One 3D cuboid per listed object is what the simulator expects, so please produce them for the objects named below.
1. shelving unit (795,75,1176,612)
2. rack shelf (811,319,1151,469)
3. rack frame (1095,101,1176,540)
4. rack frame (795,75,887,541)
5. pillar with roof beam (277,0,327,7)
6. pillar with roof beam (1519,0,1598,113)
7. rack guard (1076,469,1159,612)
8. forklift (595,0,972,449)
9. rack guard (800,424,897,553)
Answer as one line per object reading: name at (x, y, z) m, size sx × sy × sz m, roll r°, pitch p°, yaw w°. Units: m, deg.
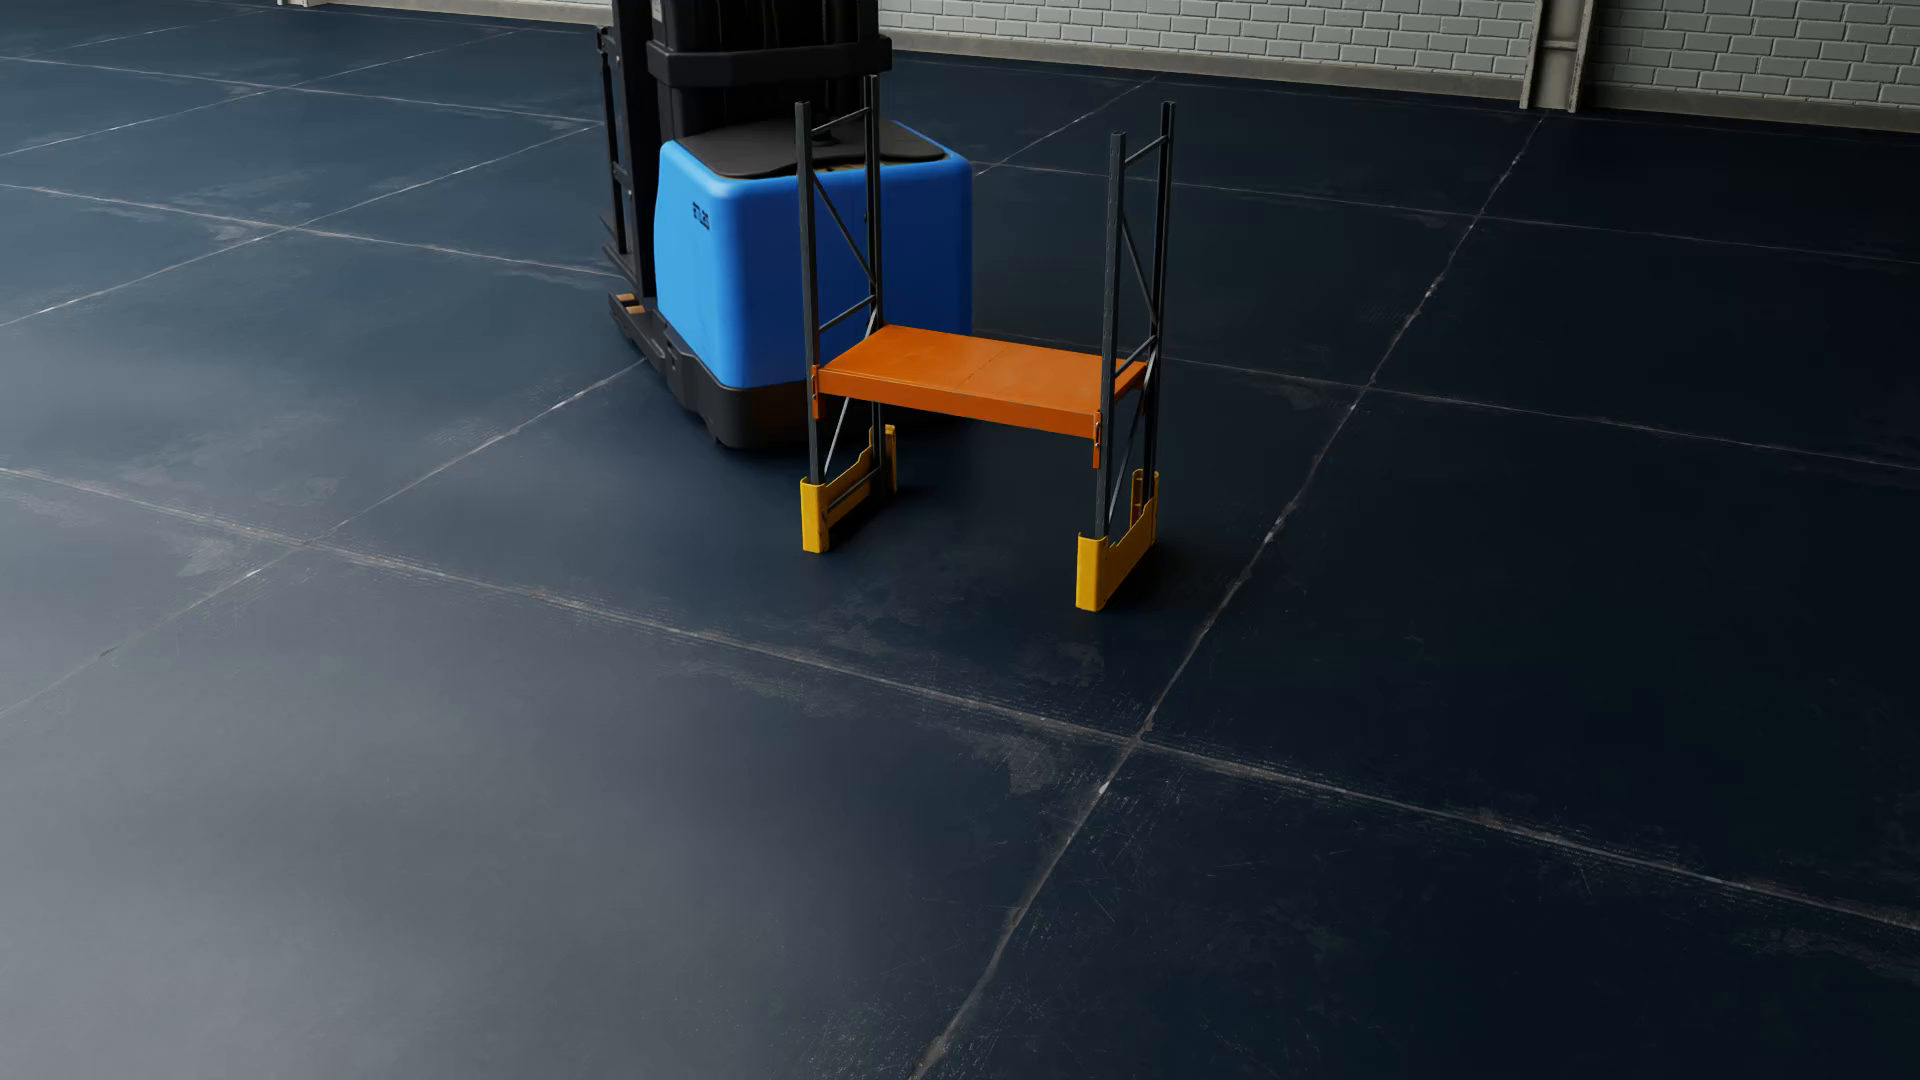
shelving unit at (0.069, -0.659, 5.390) m, size 1.083 × 1.500 × 0.587 m, roll 11°, pitch 28°, yaw 22°
rack shelf at (0.078, -0.496, 5.466) m, size 1.000 × 0.185 × 0.538 m, roll 11°, pitch 28°, yaw 22°
rack frame at (0.540, -0.564, 5.198) m, size 0.032 × 1.500 × 0.500 m, roll 11°, pitch 28°, yaw 22°
rack frame at (-0.385, -0.750, 5.576) m, size 0.032 × 1.500 × 0.500 m, roll 11°, pitch 28°, yaw 22°
pillar with roof beam at (-8.366, -7.689, 11.179) m, size 0.400 × 9.000 × 9.100 m, roll 11°, pitch 28°, yaw 22°
pillar with roof beam at (2.557, -5.495, 6.722) m, size 0.400 × 9.000 × 9.100 m, roll 11°, pitch 28°, yaw 22°
rack guard at (0.523, -0.007, 5.482) m, size 0.087 × 0.250 × 0.587 m, roll 11°, pitch 28°, yaw 22°
forklift at (-0.986, -2.284, 7.071) m, size 1.130 × 2.935 × 3.031 m, roll -11°, pitch 28°, yaw -21°
rack guard at (-0.384, -0.189, 5.851) m, size 0.087 × 0.250 × 0.587 m, roll 11°, pitch 28°, yaw 22°
